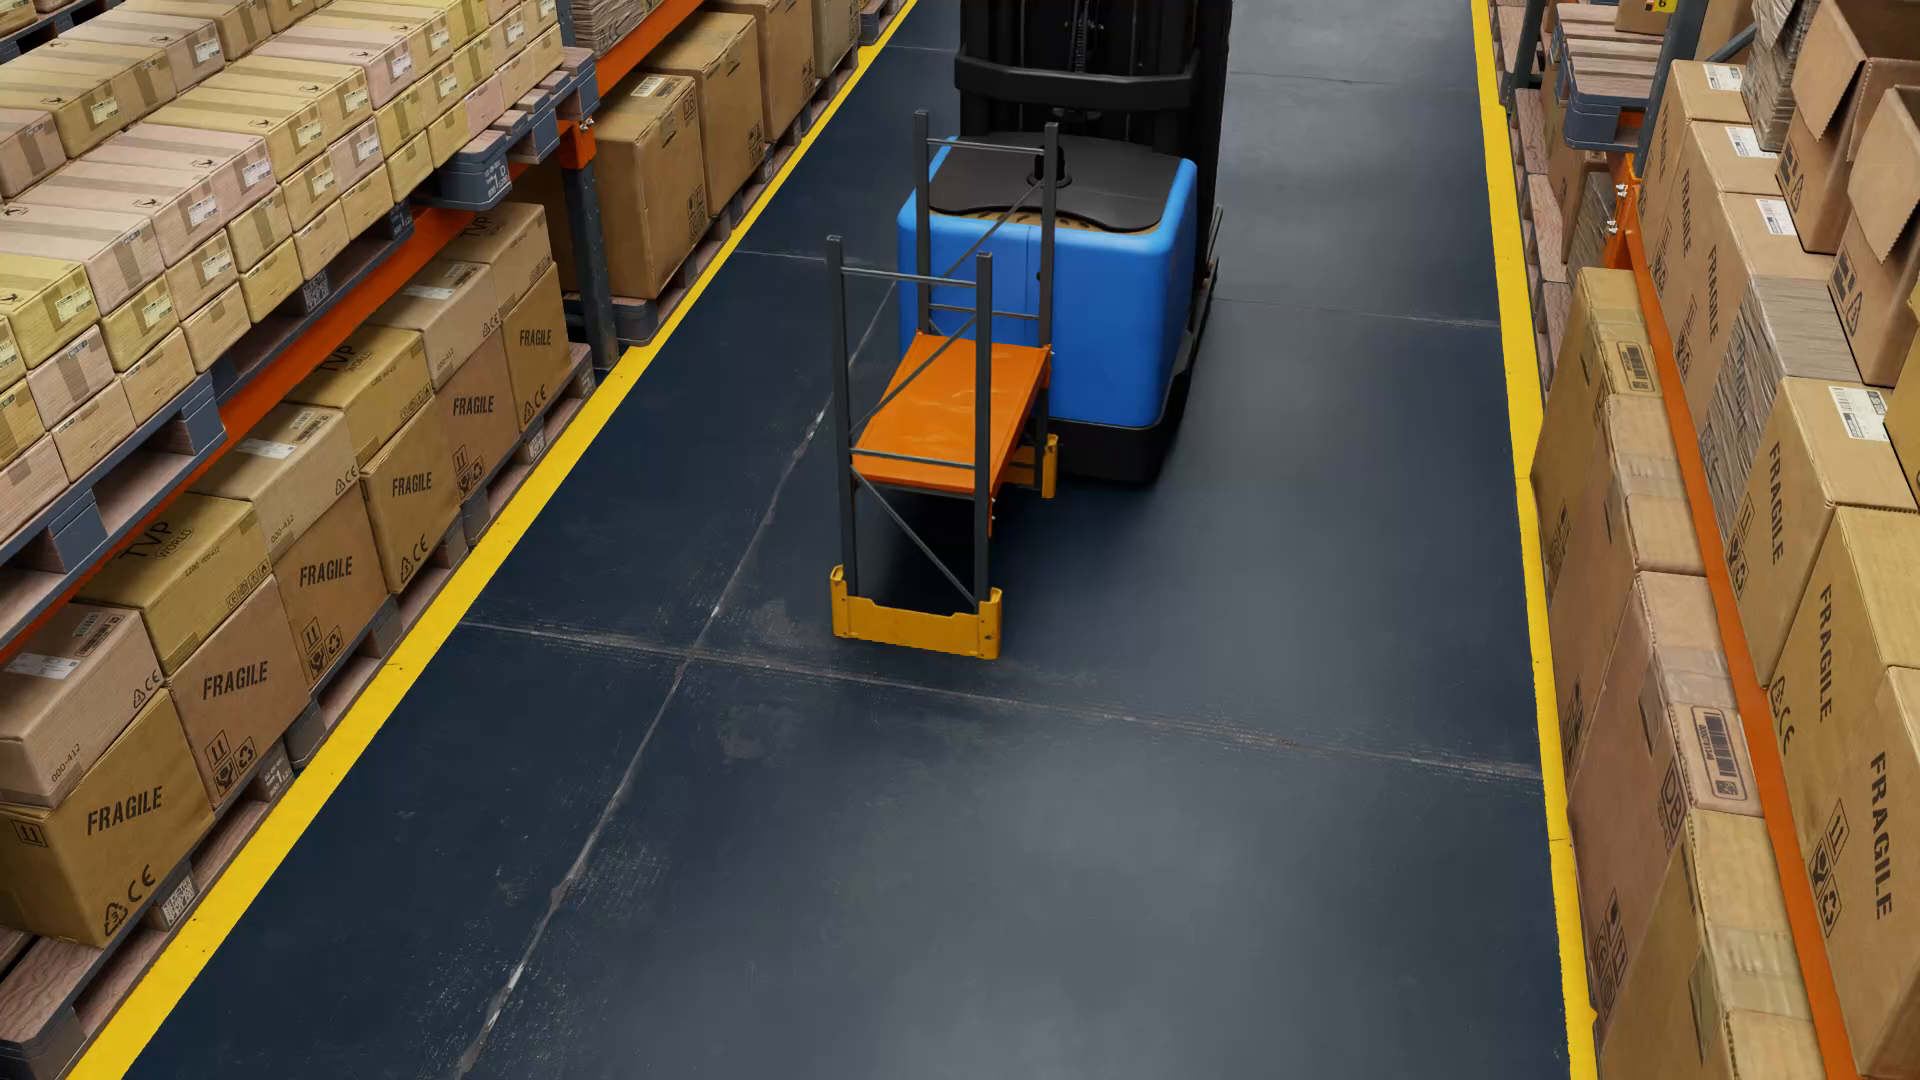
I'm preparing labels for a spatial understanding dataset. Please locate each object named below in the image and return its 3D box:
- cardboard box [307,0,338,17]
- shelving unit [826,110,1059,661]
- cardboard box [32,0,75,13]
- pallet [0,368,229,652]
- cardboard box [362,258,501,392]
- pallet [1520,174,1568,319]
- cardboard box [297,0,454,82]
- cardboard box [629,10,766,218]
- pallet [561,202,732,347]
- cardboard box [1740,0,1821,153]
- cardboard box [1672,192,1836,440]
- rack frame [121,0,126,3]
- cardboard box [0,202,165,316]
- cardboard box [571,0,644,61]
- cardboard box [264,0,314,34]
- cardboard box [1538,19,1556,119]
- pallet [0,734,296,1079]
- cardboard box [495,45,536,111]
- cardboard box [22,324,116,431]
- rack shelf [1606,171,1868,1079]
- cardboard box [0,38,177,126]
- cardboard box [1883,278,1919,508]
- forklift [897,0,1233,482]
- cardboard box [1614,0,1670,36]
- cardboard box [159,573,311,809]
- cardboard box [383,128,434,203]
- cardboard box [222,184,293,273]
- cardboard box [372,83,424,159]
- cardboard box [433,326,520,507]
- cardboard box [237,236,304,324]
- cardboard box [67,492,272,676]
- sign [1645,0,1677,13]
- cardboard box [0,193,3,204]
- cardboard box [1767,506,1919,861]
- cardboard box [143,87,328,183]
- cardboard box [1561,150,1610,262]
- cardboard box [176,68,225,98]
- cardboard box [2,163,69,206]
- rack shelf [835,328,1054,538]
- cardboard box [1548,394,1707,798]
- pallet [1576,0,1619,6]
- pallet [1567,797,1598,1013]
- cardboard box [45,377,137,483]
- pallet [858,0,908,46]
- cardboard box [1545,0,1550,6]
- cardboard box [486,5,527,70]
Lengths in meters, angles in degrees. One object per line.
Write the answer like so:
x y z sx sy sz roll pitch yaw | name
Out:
-2.358 -1.820 5.807 0.380 0.149 0.250 9 37 12 | cardboard box
-0.033 -0.541 5.718 0.587 1.500 1.083 8 37 11 | shelving unit
-6.115 -3.699 10.680 0.950 0.372 0.625 8 37 11 | cardboard box
-2.551 -0.088 3.978 1.003 0.211 1.213 7 37 10 | pallet
-1.989 -0.784 5.909 0.500 0.250 0.500 8 37 11 | cardboard box
3.253 -1.375 7.967 1.003 0.211 1.213 7 37 10 | pallet
-1.824 -1.562 5.198 0.380 0.149 0.250 8 37 11 | cardboard box
-1.601 -2.137 8.202 1.050 0.750 0.750 8 37 11 | cardboard box
-1.760 -1.352 7.936 1.003 0.211 1.213 7 37 10 | pallet
2.650 -1.389 4.670 0.797 0.503 0.637 9 37 12 | cardboard box
2.238 -0.565 4.388 0.500 0.500 0.500 7 36 9 | cardboard box
-6.005 -4.894 10.447 1.000 3.000 0.127 7 37 10 | rack frame
-2.157 -0.673 3.972 0.380 0.149 0.250 7 36 9 | cardboard box
-1.643 -2.303 6.786 0.500 0.500 0.500 8 37 10 | cardboard box
-2.402 -1.813 5.544 0.380 0.149 0.250 7 37 10 | cardboard box
3.524 -2.469 8.856 0.700 0.500 0.500 5 36 6 | cardboard box
-2.692 0.937 4.777 1.003 0.211 1.213 7 37 10 | pallet
-1.713 -1.624 5.791 0.380 0.149 0.250 7 37 10 | cardboard box
-2.215 -0.399 3.848 0.380 0.149 0.250 8 37 11 | cardboard box
2.394 0.079 4.198 1.077 0.370 4.000 7 37 10 | rack shelf
-2.569 -1.353 4.911 0.380 0.149 0.250 8 37 11 | cardboard box
2.254 -0.272 3.129 0.797 0.503 0.637 8 37 10 | cardboard box
0.598 -2.276 6.893 1.130 2.935 3.031 8 37 11 | forklift
2.919 -2.217 6.309 0.700 0.500 0.500 13 38 17 | cardboard box
-2.328 0.403 4.910 0.500 0.500 0.500 9 37 12 | cardboard box
-1.881 -1.180 5.178 0.380 0.149 0.250 6 36 8 | cardboard box
-2.048 -0.855 4.477 0.380 0.149 0.250 7 36 9 | cardboard box
-1.881 -1.297 5.086 0.380 0.149 0.250 7 37 10 | cardboard box
-2.002 -0.489 6.141 0.500 0.500 0.500 9 37 12 | cardboard box
-2.049 -0.731 4.559 0.380 0.149 0.250 7 36 9 | cardboard box
-2.329 0.097 4.693 0.500 0.250 0.500 8 37 11 | cardboard box
2.290 -1.858 5.339 0.100 0.325 0.005 7 37 10 | sign
-2.736 -0.902 4.288 0.380 0.149 0.250 6 36 8 | cardboard box
1.913 0.309 3.183 0.500 0.500 0.500 8 37 11 | cardboard box
-1.994 -1.119 4.588 0.380 0.149 0.250 8 37 11 | cardboard box
3.166 -1.557 7.598 0.700 0.500 0.500 10 37 14 | cardboard box
-2.519 -1.379 5.199 0.380 0.149 0.250 7 37 10 | cardboard box
-2.687 -0.943 4.598 0.380 0.149 0.250 7 37 10 | cardboard box
-0.031 -0.400 5.831 0.538 0.185 1.000 8 37 11 | rack shelf
2.456 0.234 4.823 1.225 0.875 0.875 7 37 10 | cardboard box
3.204 -2.421 7.198 1.003 0.211 1.213 7 37 10 | pallet
2.317 0.910 4.815 1.003 0.211 1.213 7 37 10 | pallet
-2.212 -0.284 3.943 0.380 0.149 0.250 8 37 10 | cardboard box
-0.909 -3.629 11.077 1.003 0.211 1.213 7 37 10 | pallet
3.971 -3.730 10.612 0.500 0.500 0.500 4 36 6 | cardboard box
-1.718 -1.734 5.689 0.380 0.149 0.250 9 37 12 | cardboard box
